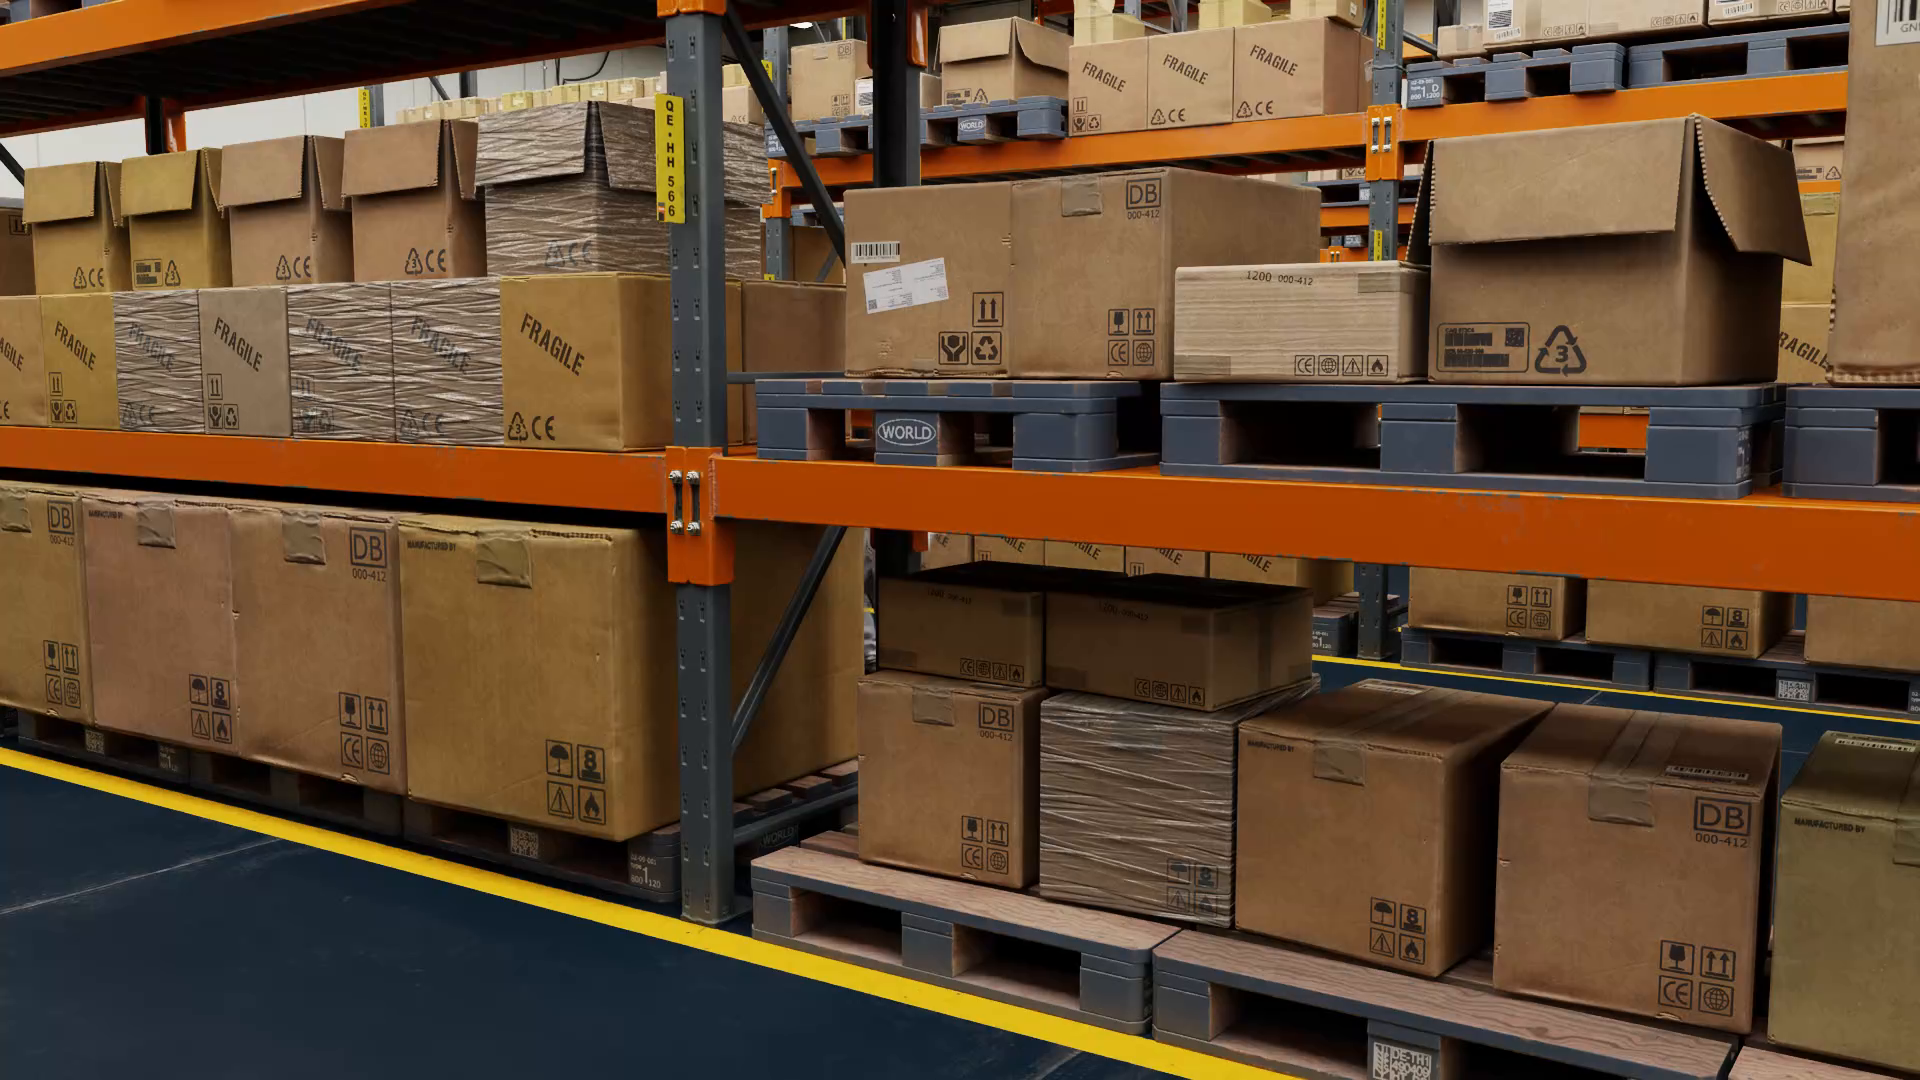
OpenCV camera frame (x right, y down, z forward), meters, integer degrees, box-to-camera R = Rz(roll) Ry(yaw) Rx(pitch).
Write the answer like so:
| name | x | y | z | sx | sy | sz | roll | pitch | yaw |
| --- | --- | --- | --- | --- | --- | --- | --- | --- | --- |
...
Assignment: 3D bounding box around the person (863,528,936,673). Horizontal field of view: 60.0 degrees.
| name | x | y | z | sx | sy | sz | roll | pitch | yaw |
| --- | --- | --- | --- | --- | --- | --- | --- | --- | --- |
| person | -0.556 | 0.162 | 8.489 | 0.982 | 0.960 | 0.519 | 4 | 7 | 31 |
